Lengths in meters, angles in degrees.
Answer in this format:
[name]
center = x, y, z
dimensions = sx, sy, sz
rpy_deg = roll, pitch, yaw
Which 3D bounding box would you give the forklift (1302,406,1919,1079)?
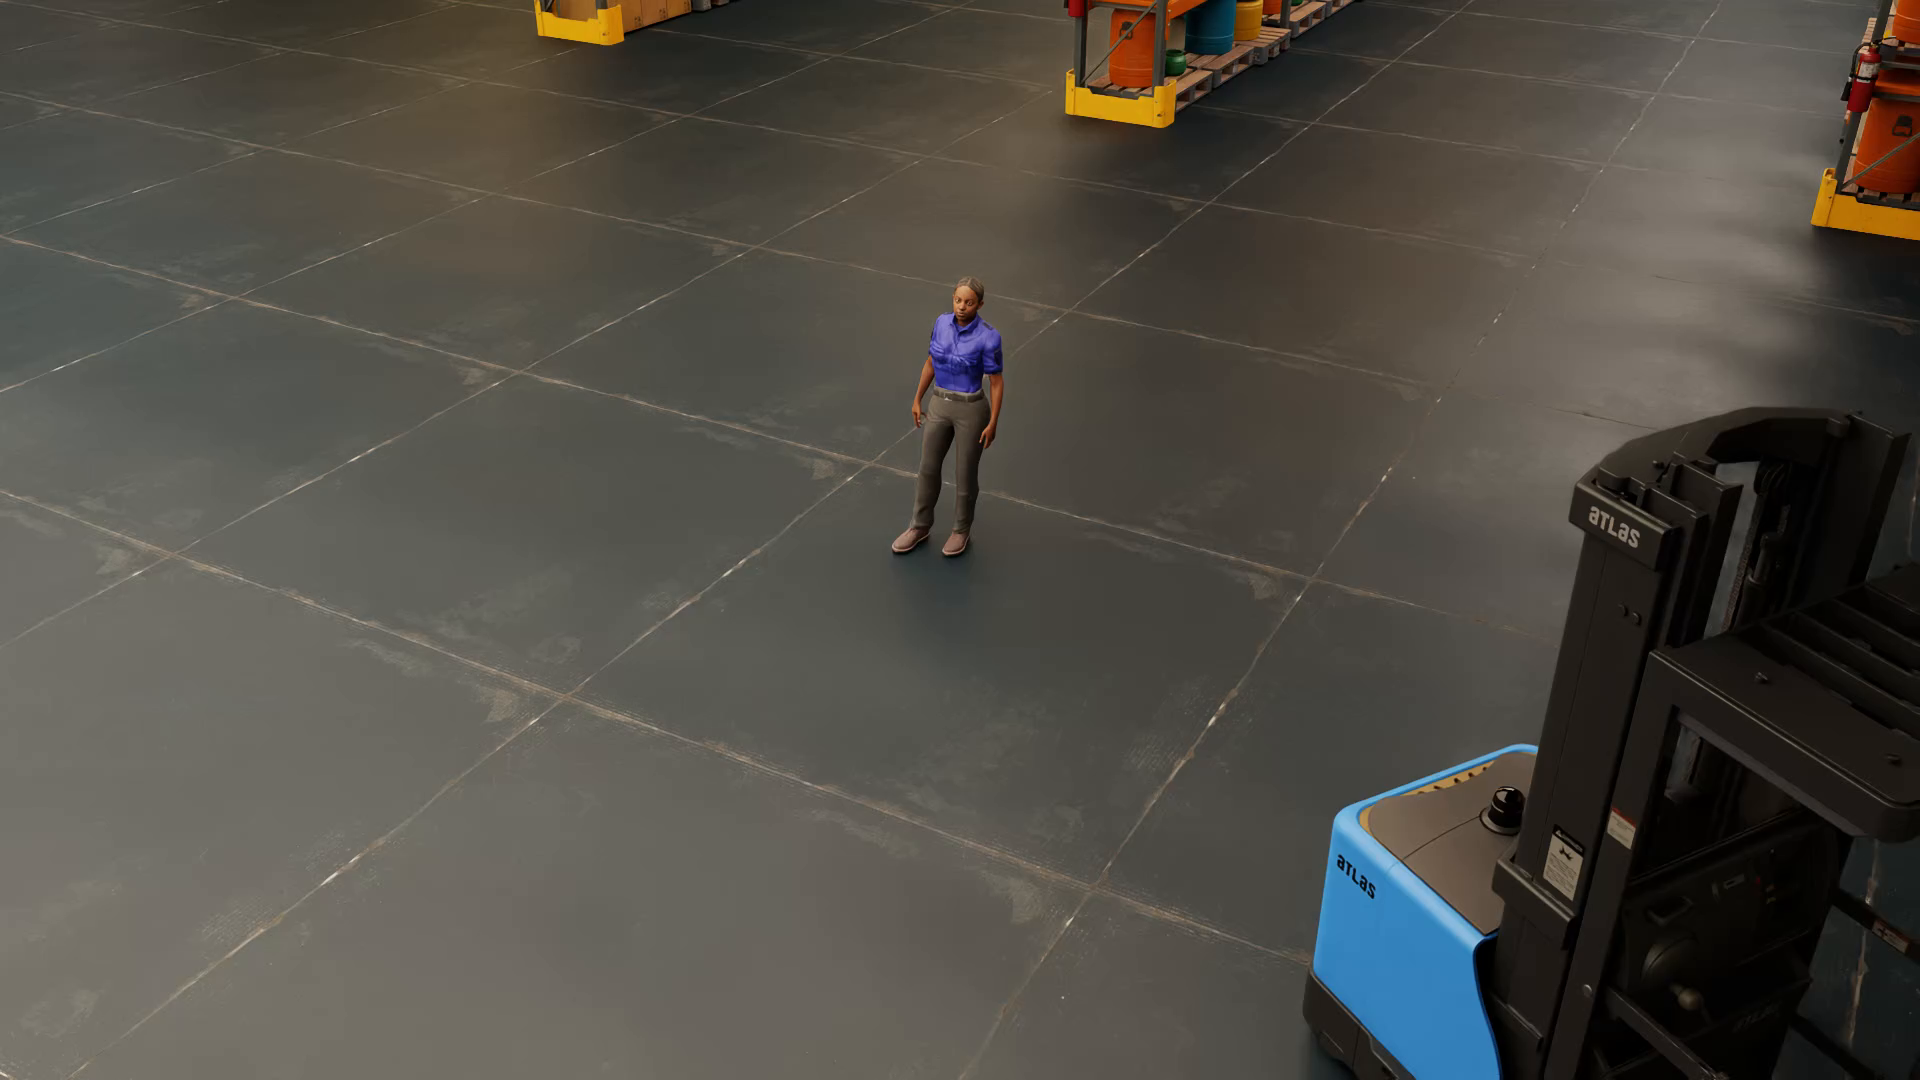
[forklift]
center = 2.486, 1.202, 4.988
dimensions = 1.130, 2.935, 3.031
rpy_deg = -15, 33, -24

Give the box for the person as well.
[person]
center = -0.060, -0.689, 9.527
dimensions = 0.569, 1.656, 0.503
rpy_deg = 15, 33, 25
